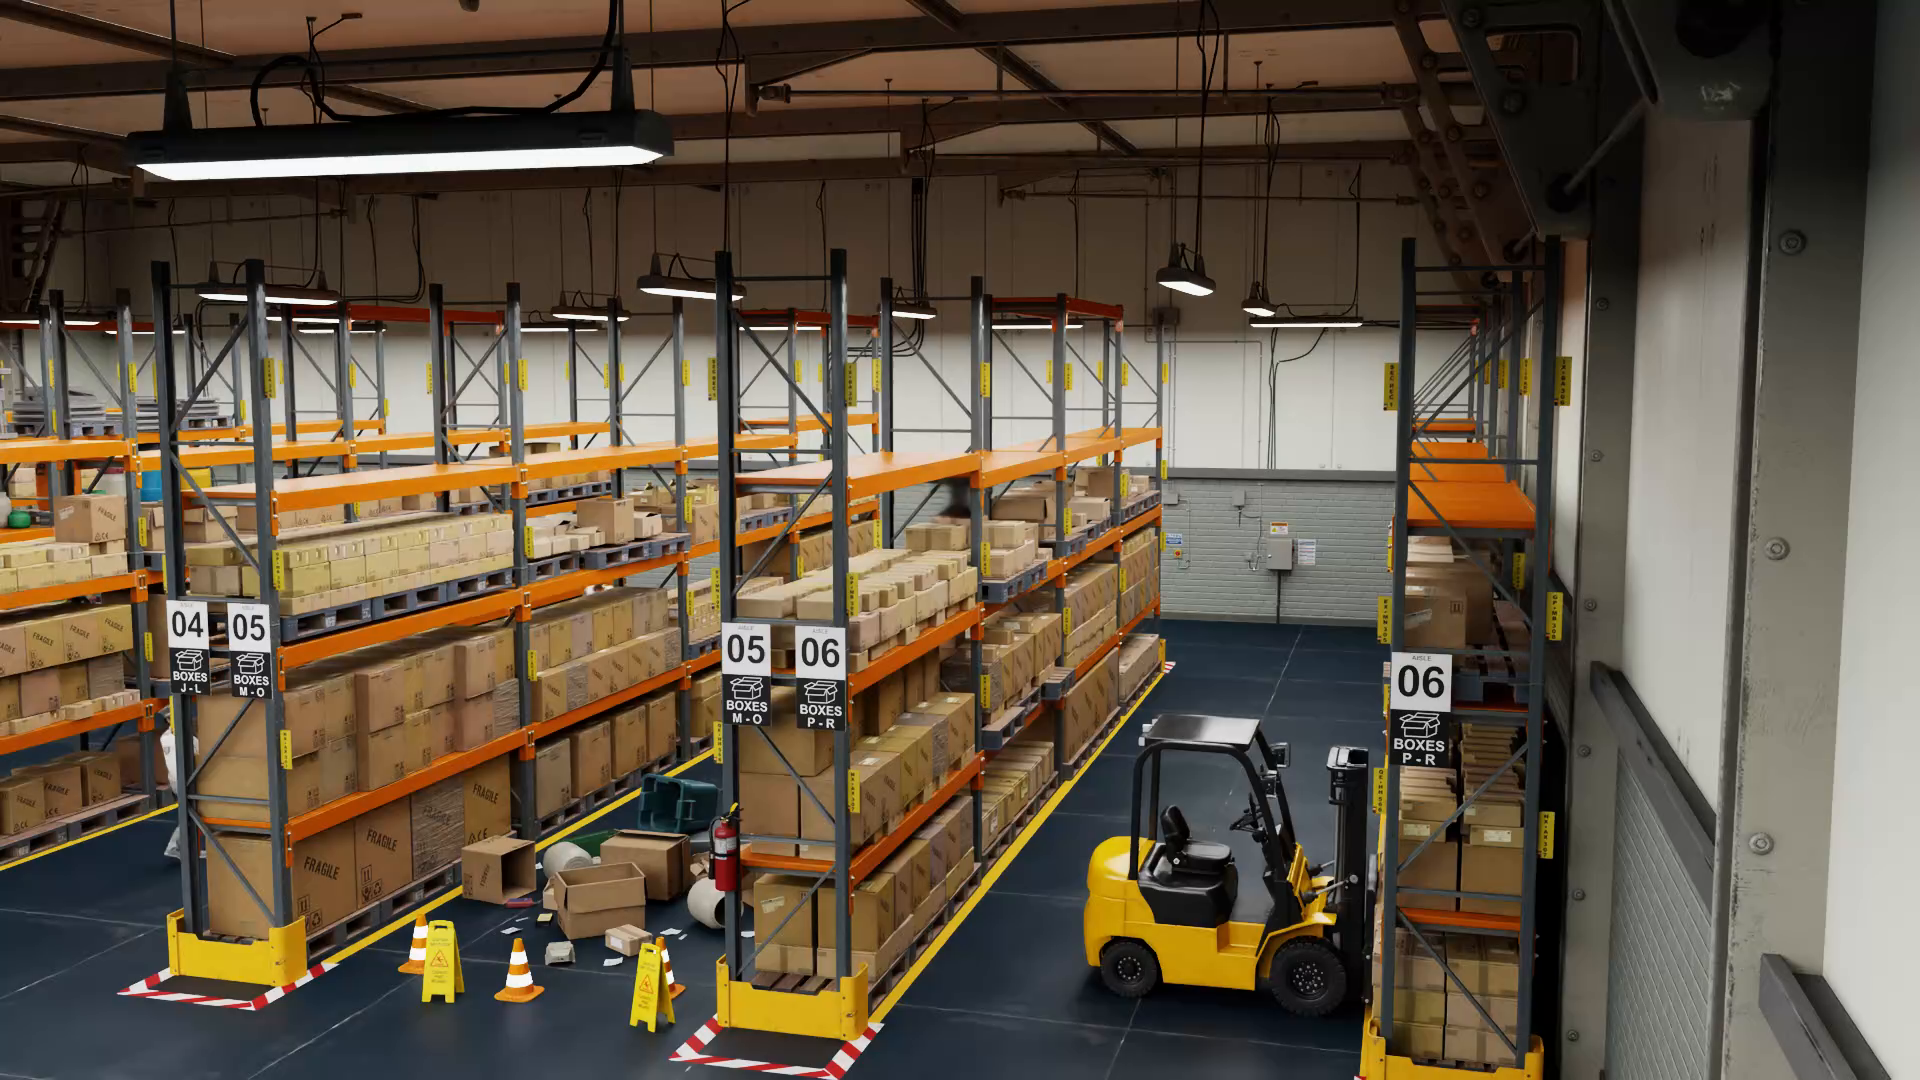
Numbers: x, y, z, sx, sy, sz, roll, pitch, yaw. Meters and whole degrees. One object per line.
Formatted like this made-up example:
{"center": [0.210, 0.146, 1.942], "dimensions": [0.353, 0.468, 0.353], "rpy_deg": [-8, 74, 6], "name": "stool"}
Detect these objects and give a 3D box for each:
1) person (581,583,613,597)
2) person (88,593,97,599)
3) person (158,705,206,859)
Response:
{"center": [-6.039, 1.396, 27.802], "dimensions": [0.739, 1.808, 0.878], "rpy_deg": [2, 6, 15], "name": "person"}
{"center": [-18.227, 0.569, 35.104], "dimensions": [0.456, 1.776, 0.551], "rpy_deg": [2, 7, 22], "name": "person"}
{"center": [-8.051, 2.507, 17.244], "dimensions": [0.436, 1.695, 0.517], "rpy_deg": [-2, 6, -15], "name": "person"}
